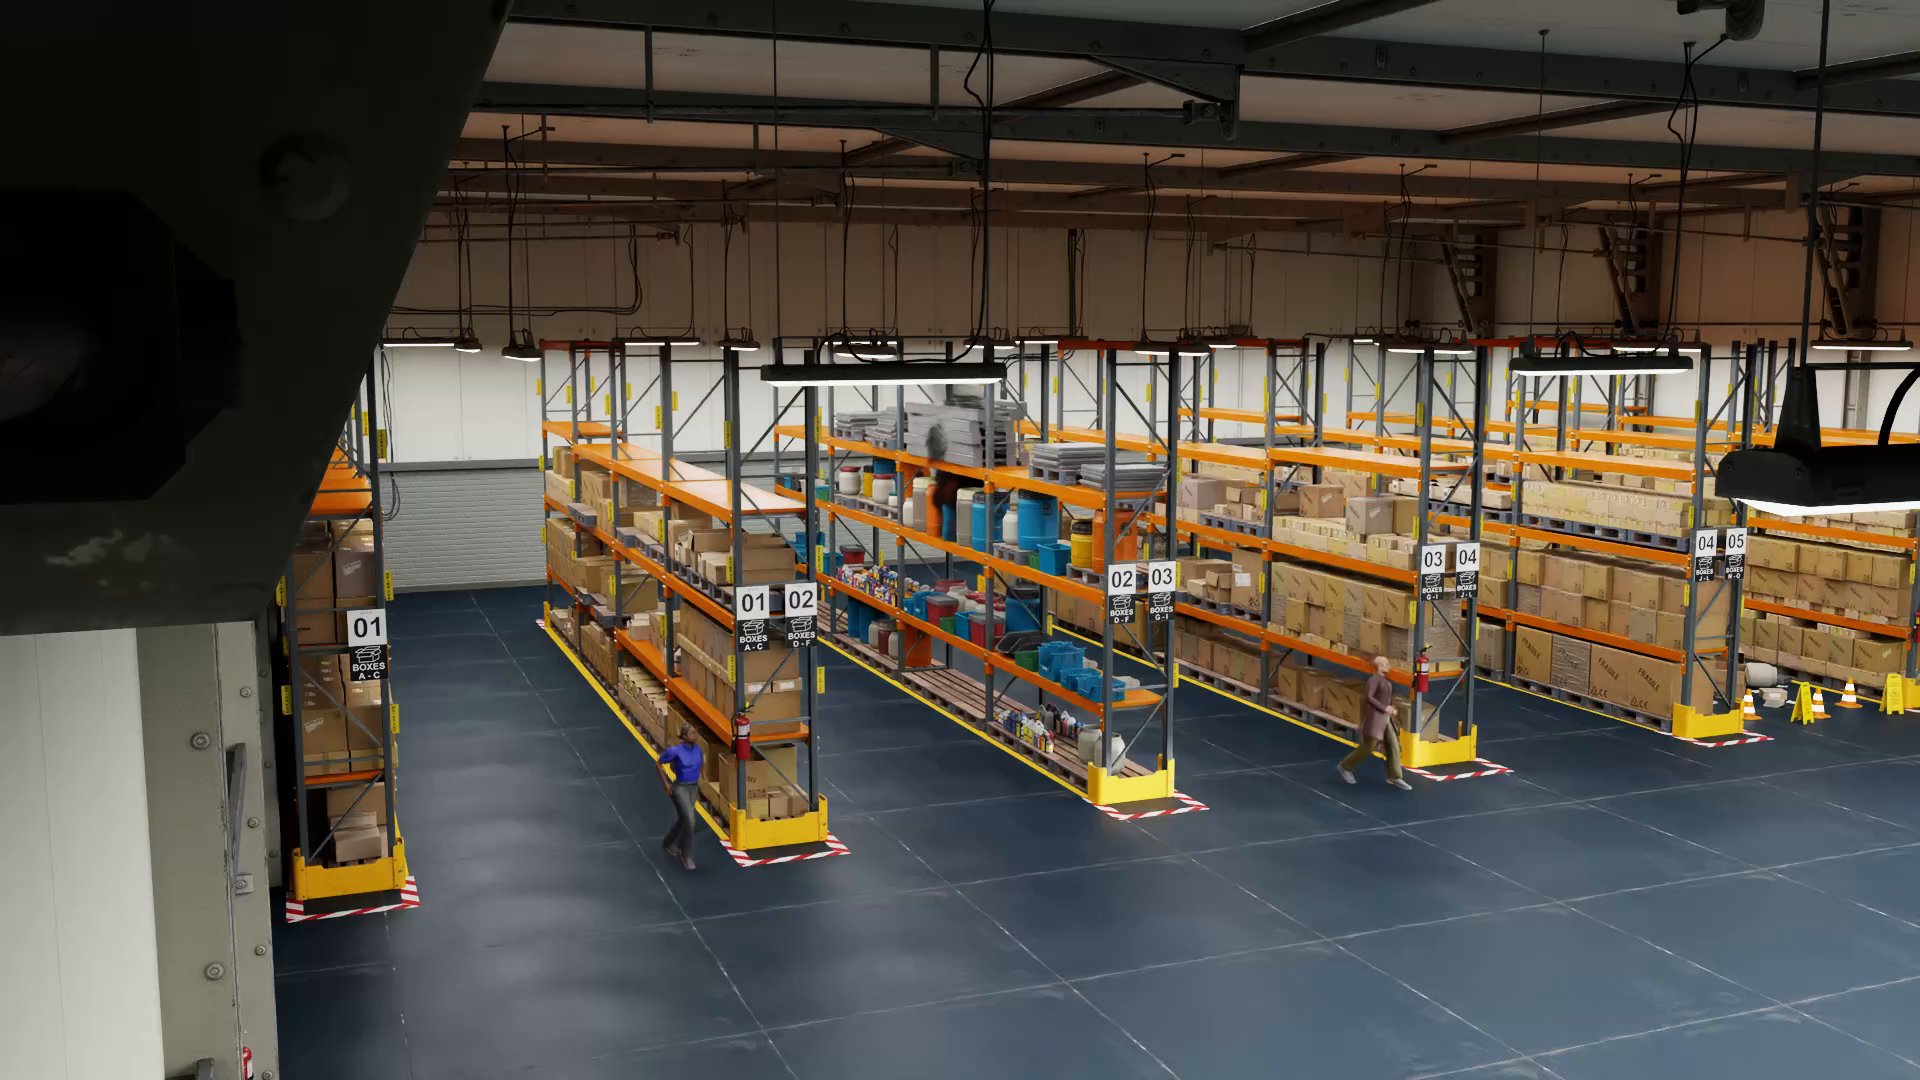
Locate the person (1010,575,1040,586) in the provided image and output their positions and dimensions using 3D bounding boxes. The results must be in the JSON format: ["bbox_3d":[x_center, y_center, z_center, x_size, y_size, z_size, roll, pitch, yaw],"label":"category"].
[{"bbox_3d":[-3.037,1.023,26.002,14.624,3.893,8.802,-4,8,-27],"label":"person"}]

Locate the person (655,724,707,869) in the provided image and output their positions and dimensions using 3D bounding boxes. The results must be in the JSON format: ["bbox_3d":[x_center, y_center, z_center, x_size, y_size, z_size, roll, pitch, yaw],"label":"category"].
[{"bbox_3d":[-3.266,3.008,19.624,0.713,1.712,0.591,5,9,35],"label":"person"}]

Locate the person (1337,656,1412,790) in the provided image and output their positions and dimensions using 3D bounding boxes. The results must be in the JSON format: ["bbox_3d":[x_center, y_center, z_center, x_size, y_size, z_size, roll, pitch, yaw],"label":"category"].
[{"bbox_3d":[5.812,2.486,22.830,0.949,1.765,0.749,5,9,33],"label":"person"}]
